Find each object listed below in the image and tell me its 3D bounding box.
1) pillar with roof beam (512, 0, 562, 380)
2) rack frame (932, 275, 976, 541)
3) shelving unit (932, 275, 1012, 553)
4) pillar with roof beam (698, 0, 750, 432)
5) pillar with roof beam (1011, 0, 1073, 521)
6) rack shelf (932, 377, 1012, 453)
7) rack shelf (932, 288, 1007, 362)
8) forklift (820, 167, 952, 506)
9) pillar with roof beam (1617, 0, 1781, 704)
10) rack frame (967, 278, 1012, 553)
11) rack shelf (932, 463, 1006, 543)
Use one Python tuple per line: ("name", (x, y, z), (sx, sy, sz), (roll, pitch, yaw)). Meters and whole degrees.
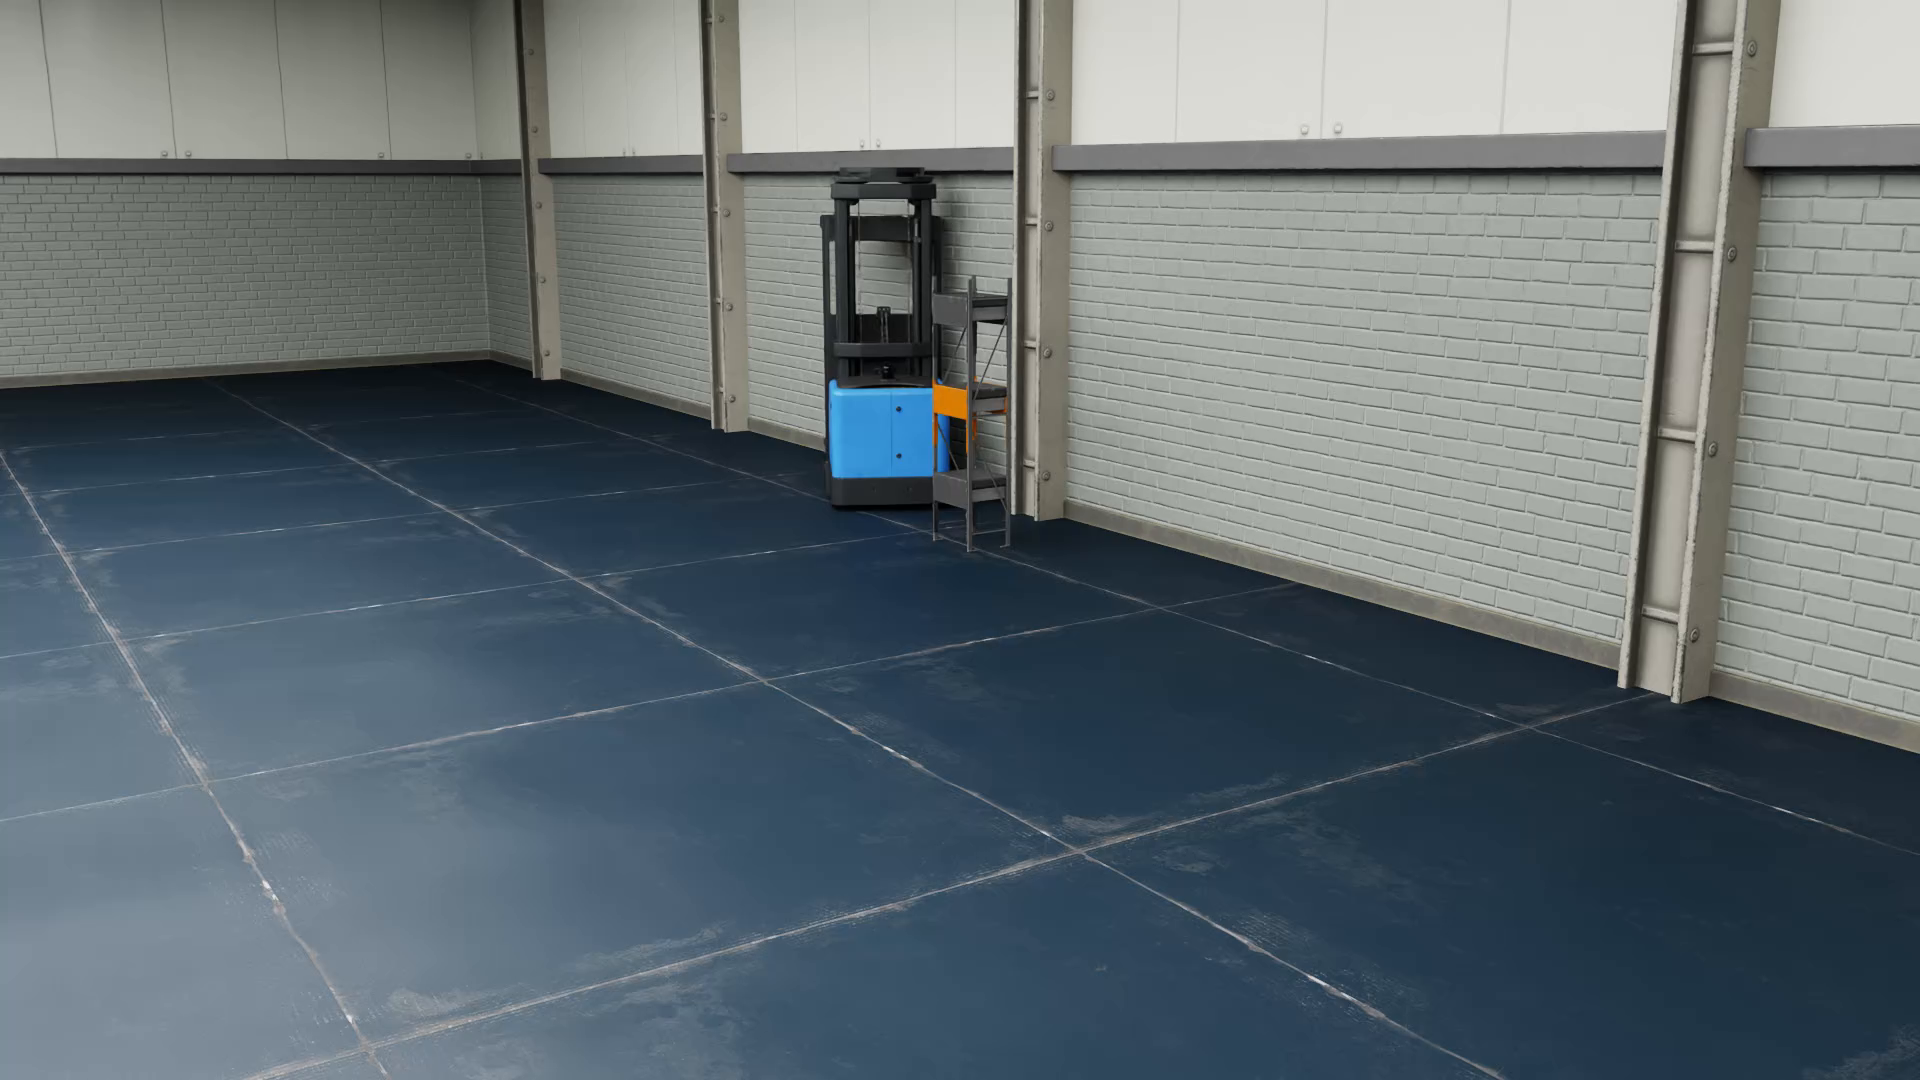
("pillar with roof beam", (-9.554, -6.234, 20.803), (9.100, 9.000, 0.400), (-8, 15, -33))
("rack frame", (-0.043, -1.040, 13.201), (0.400, 2.100, 0.015), (-8, 15, -33))
("shelving unit", (0.092, -0.996, 13.003), (0.431, 2.100, 0.503), (-8, 15, -33))
("pillar with roof beam", (-6.230, -5.166, 15.923), (9.100, 9.000, 0.400), (-8, 15, -33))
("pillar with roof beam", (-2.906, -4.099, 11.044), (9.100, 9.000, 0.400), (-8, 15, -33))
("rack shelf", (0.092, -0.983, 13.006), (0.431, 0.518, 0.480), (-8, 15, -33))
("rack shelf", (0.092, -1.667, 12.856), (0.431, 0.518, 0.480), (-8, 15, -33))
("forklift", (-0.742, -1.989, 15.599), (1.130, 2.935, 3.031), (-1, 12, -6))
("pillar with roof beam", (0.418, -3.032, 6.164), (9.100, 9.000, 0.400), (-8, 15, -33))
("rack frame", (0.227, -0.953, 12.804), (0.400, 2.100, 0.015), (-8, 15, -33))
("rack shelf", (0.092, -0.299, 13.155), (0.431, 0.518, 0.480), (-8, 15, -33))
